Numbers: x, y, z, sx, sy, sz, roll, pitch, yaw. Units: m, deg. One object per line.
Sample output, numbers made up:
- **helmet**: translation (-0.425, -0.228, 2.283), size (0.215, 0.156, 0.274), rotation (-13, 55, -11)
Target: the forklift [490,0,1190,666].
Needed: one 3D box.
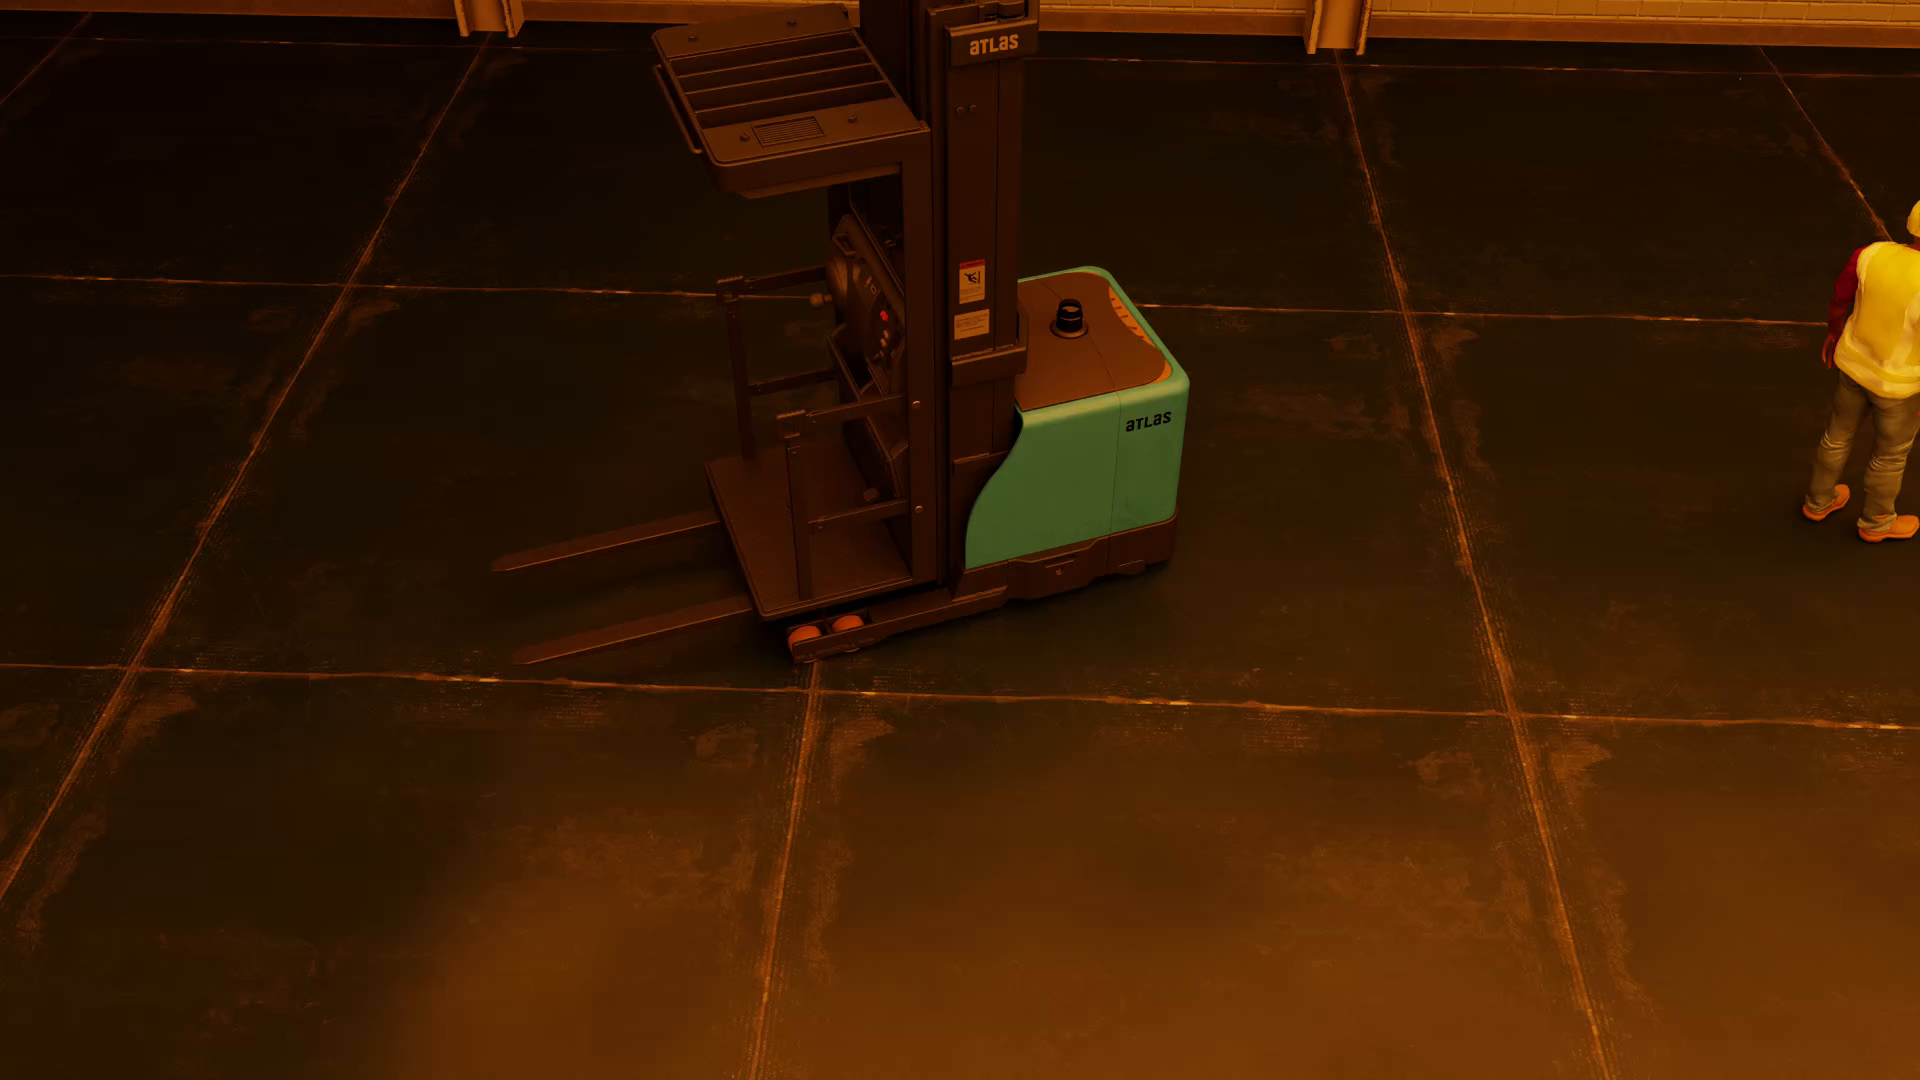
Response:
- **forklift**: translation (-0.573, -0.945, 6.778), size (3.031, 2.935, 1.130), rotation (-13, 44, -14)

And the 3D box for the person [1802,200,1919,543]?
- **person**: translation (4.201, -0.790, 7.461), size (0.576, 1.766, 0.666), rotation (-19, 46, -20)
